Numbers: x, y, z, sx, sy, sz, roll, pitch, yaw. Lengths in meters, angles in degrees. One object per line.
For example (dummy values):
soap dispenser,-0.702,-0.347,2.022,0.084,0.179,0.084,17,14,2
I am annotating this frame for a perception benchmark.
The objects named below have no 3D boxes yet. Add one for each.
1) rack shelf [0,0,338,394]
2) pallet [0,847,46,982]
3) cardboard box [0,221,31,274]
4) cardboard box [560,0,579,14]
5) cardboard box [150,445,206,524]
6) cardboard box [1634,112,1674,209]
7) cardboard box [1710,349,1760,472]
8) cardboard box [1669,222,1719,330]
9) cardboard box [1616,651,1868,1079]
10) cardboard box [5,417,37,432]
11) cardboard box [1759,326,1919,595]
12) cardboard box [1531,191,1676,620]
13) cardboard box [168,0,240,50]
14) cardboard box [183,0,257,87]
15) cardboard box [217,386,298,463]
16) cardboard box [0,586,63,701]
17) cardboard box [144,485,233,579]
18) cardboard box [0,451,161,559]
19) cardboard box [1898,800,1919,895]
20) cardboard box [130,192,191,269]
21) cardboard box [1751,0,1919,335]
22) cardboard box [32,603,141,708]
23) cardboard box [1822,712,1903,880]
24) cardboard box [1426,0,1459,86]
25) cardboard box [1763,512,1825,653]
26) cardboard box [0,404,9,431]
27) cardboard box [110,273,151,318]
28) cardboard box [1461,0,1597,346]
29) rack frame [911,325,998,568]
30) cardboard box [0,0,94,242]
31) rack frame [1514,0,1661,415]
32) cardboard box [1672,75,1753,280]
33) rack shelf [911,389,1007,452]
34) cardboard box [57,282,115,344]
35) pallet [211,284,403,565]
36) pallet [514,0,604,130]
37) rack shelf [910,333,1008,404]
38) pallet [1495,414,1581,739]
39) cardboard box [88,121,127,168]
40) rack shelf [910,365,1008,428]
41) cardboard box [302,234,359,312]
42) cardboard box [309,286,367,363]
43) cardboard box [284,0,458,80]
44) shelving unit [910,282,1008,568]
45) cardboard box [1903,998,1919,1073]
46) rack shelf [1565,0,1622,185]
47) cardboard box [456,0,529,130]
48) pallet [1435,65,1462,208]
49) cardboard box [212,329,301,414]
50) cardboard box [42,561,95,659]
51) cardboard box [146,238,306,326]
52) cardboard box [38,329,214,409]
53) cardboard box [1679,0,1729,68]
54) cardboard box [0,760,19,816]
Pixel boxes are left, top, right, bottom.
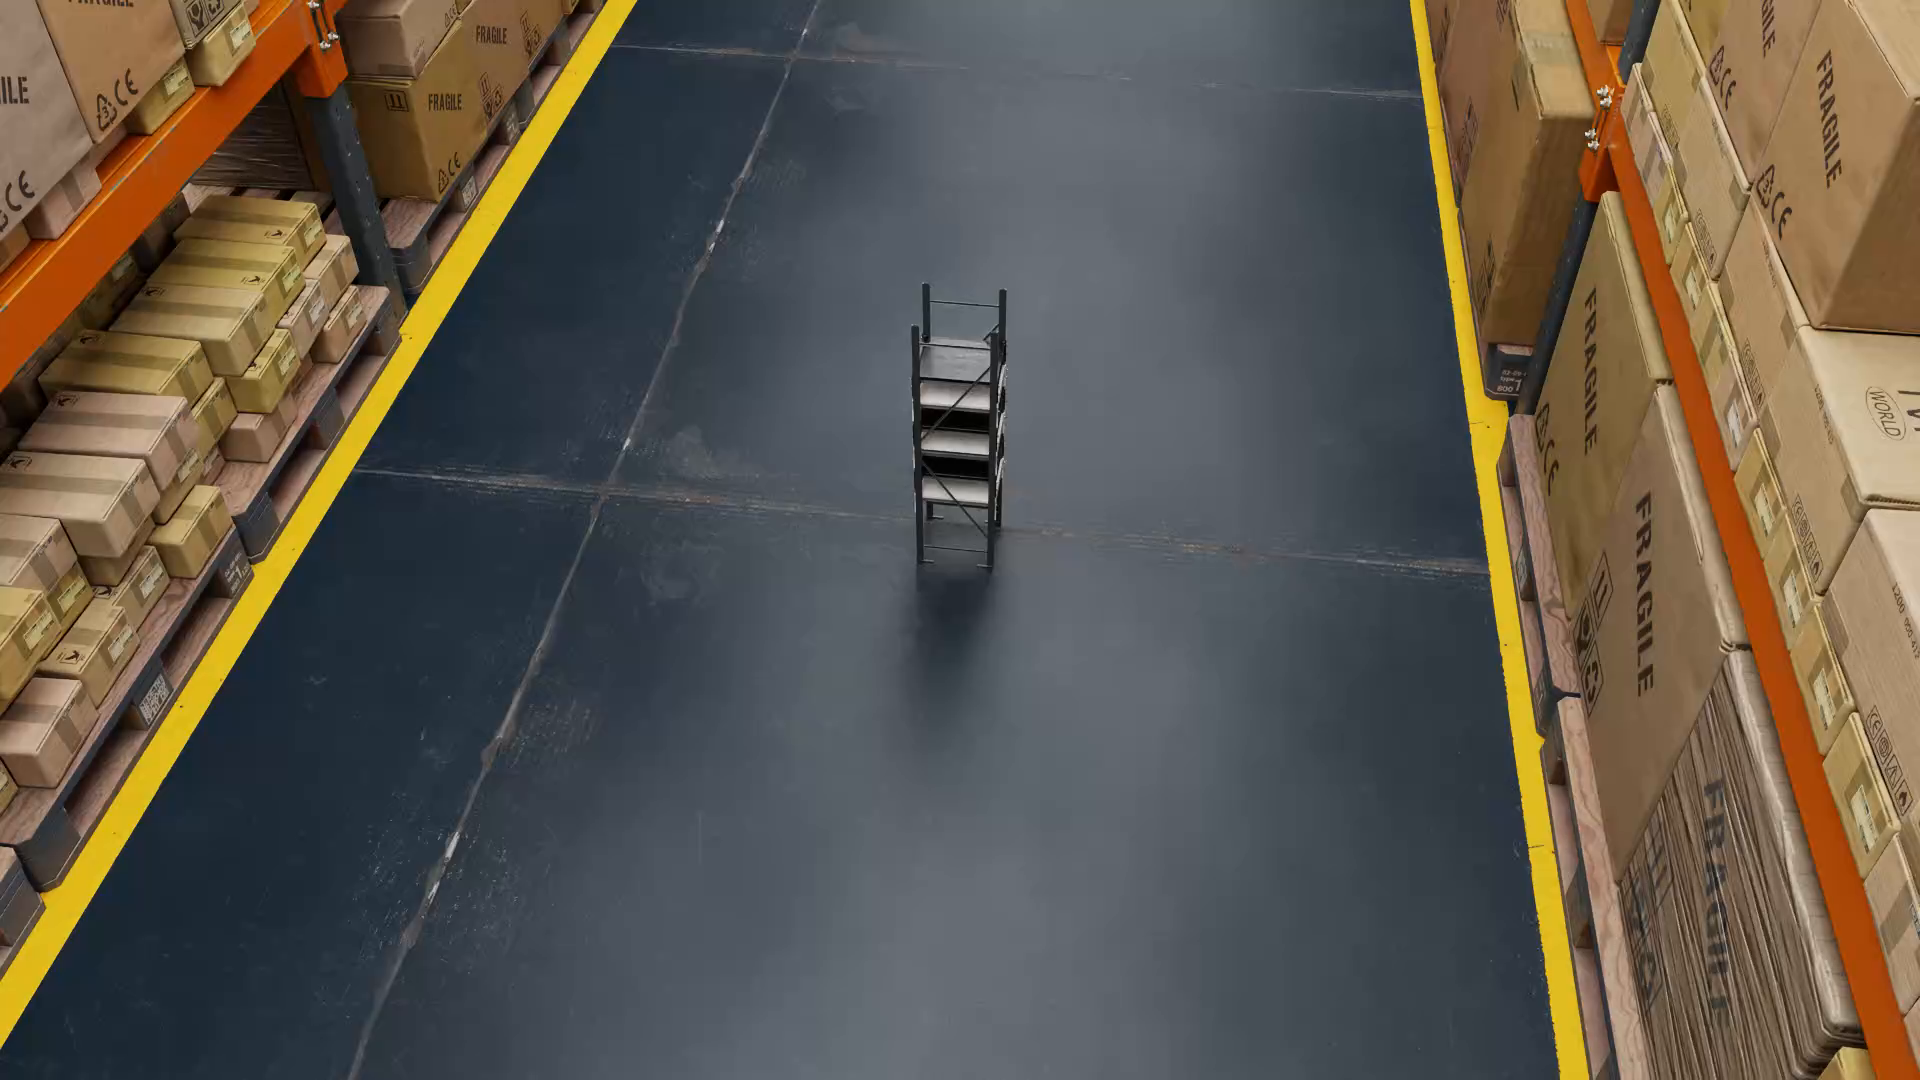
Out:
rack shelf,-2.798,-0.301,3.909,1.077,0.370,4.000,5,44,6
pallet,-2.910,1.211,3.817,1.003,0.211,1.213,5,44,6
cardboard box,-2.512,-0.726,4.018,0.380,0.149,0.250,5,44,5
cardboard box,-1.959,-2.709,7.442,0.500,0.500,0.500,3,44,4
cardboard box,-2.447,-0.200,4.831,0.380,0.149,0.250,6,44,7
cardboard box,1.966,-0.964,4.269,0.380,0.149,0.250,4,44,4
cardboard box,1.829,-0.260,3.525,0.380,0.149,0.250,6,44,6
cardboard box,1.898,-0.605,3.890,0.380,0.149,0.250,4,44,4
cardboard box,1.966,0.876,3.383,0.875,0.875,0.875,5,44,6
cardboard box,-2.879,-0.399,5.041,0.380,0.149,0.250,3,44,3
cardboard box,1.841,-0.135,3.104,0.500,0.250,0.500,5,44,6
cardboard box,2.202,-0.344,4.672,0.875,0.875,0.875,5,44,6
cardboard box,-2.318,-1.714,4.590,0.500,0.500,0.500,5,44,6
cardboard box,-2.266,-1.433,4.764,0.380,0.149,0.250,4,44,4
cardboard box,-2.336,-0.389,5.247,0.380,0.149,0.250,4,44,4
cardboard box,-2.502,0.243,4.148,0.380,0.149,0.250,6,44,6
cardboard box,-2.385,-0.039,4.878,0.380,0.149,0.250,5,44,5
cardboard box,-2.423,-0.097,4.506,0.380,0.149,0.250,4,44,4
cardboard box,1.709,0.567,2.362,0.500,0.250,0.500,5,44,5
cardboard box,-2.785,-1.043,5.505,0.380,0.149,0.250,7,44,7
cardboard box,1.915,-0.738,3.195,0.500,0.500,0.500,4,44,4
cardboard box,-2.485,0.300,4.519,0.380,0.149,0.250,5,44,6
cardboard box,1.694,0.443,2.783,0.380,0.149,0.250,4,44,5
cardboard box,2.661,-2.437,6.882,1.225,0.875,0.875,5,44,6
cardboard box,1.763,0.097,3.148,0.380,0.149,0.250,6,44,6
cardboard box,-2.991,-0.338,4.760,0.380,0.149,0.250,6,44,6
cardboard box,-2.844,-0.752,5.414,0.380,0.149,0.250,6,44,6
cardboard box,2.434,-1.225,5.601,1.225,0.875,0.875,5,44,6
rack frame,-0.015,-0.252,4.862,0.240,0.900,0.006,5,44,6
cardboard box,-2.455,-1.022,3.858,0.500,0.500,0.500,5,44,5
rack frame,2.369,-1.406,4.553,1.000,3.000,0.127,5,44,6
cardboard box,1.977,-0.824,3.832,0.500,0.250,0.500,5,44,5
rack shelf,-0.001,-0.362,4.896,0.258,0.077,0.200,5,44,6
cardboard box,-2.865,-0.683,5.126,0.380,0.149,0.250,5,44,5
pallet,-2.588,-0.452,5.574,1.003,0.211,1.213,5,44,6
pallet,-2.274,-2.277,7.502,1.003,0.211,1.213,5,44,6
rack shelf,-0.001,-0.493,4.772,0.258,0.077,0.200,5,44,6
pallet,2.191,0.118,4.972,1.003,0.211,1.213,5,44,6
cardboard box,-2.462,-1.087,4.399,0.380,0.149,0.250,4,44,4
rack shelf,-0.001,-0.428,4.834,0.258,0.077,0.200,5,44,6
cardboard box,-2.261,-0.907,5.578,0.380,0.149,0.250,6,44,6
cardboard box,-2.248,-0.744,5.623,0.380,0.149,0.250,6,44,6
cardboard box,-2.174,-1.922,6.065,0.500,0.250,0.500,3,44,4
shelving unit,-0.001,-0.321,4.935,0.258,0.900,0.210,5,44,6
cardboard box,1.628,0.790,2.417,0.380,0.149,0.250,5,44,6
rack shelf,2.633,-2.507,6.240,1.077,0.370,4.000,5,44,6
cardboard box,-2.105,-2.010,6.704,0.500,0.500,0.500,7,44,7
pallet,2.555,-1.760,6.955,1.003,0.211,1.213,5,44,6
cardboard box,-2.302,-0.537,5.187,0.380,0.149,0.250,4,44,4
cardboard box,-2.580,0.159,4.452,0.380,0.149,0.250,7,44,7
cardboard box,-2.318,-0.815,5.264,0.380,0.149,0.250,6,44,6
cardboard box,-2.455,-0.475,4.905,0.380,0.149,0.250,7,44,7
cardboard box,2.052,-1.428,3.924,0.500,0.500,0.500,5,44,6
cardboard box,-2.615,0.653,4.147,0.380,0.149,0.250,5,44,6
